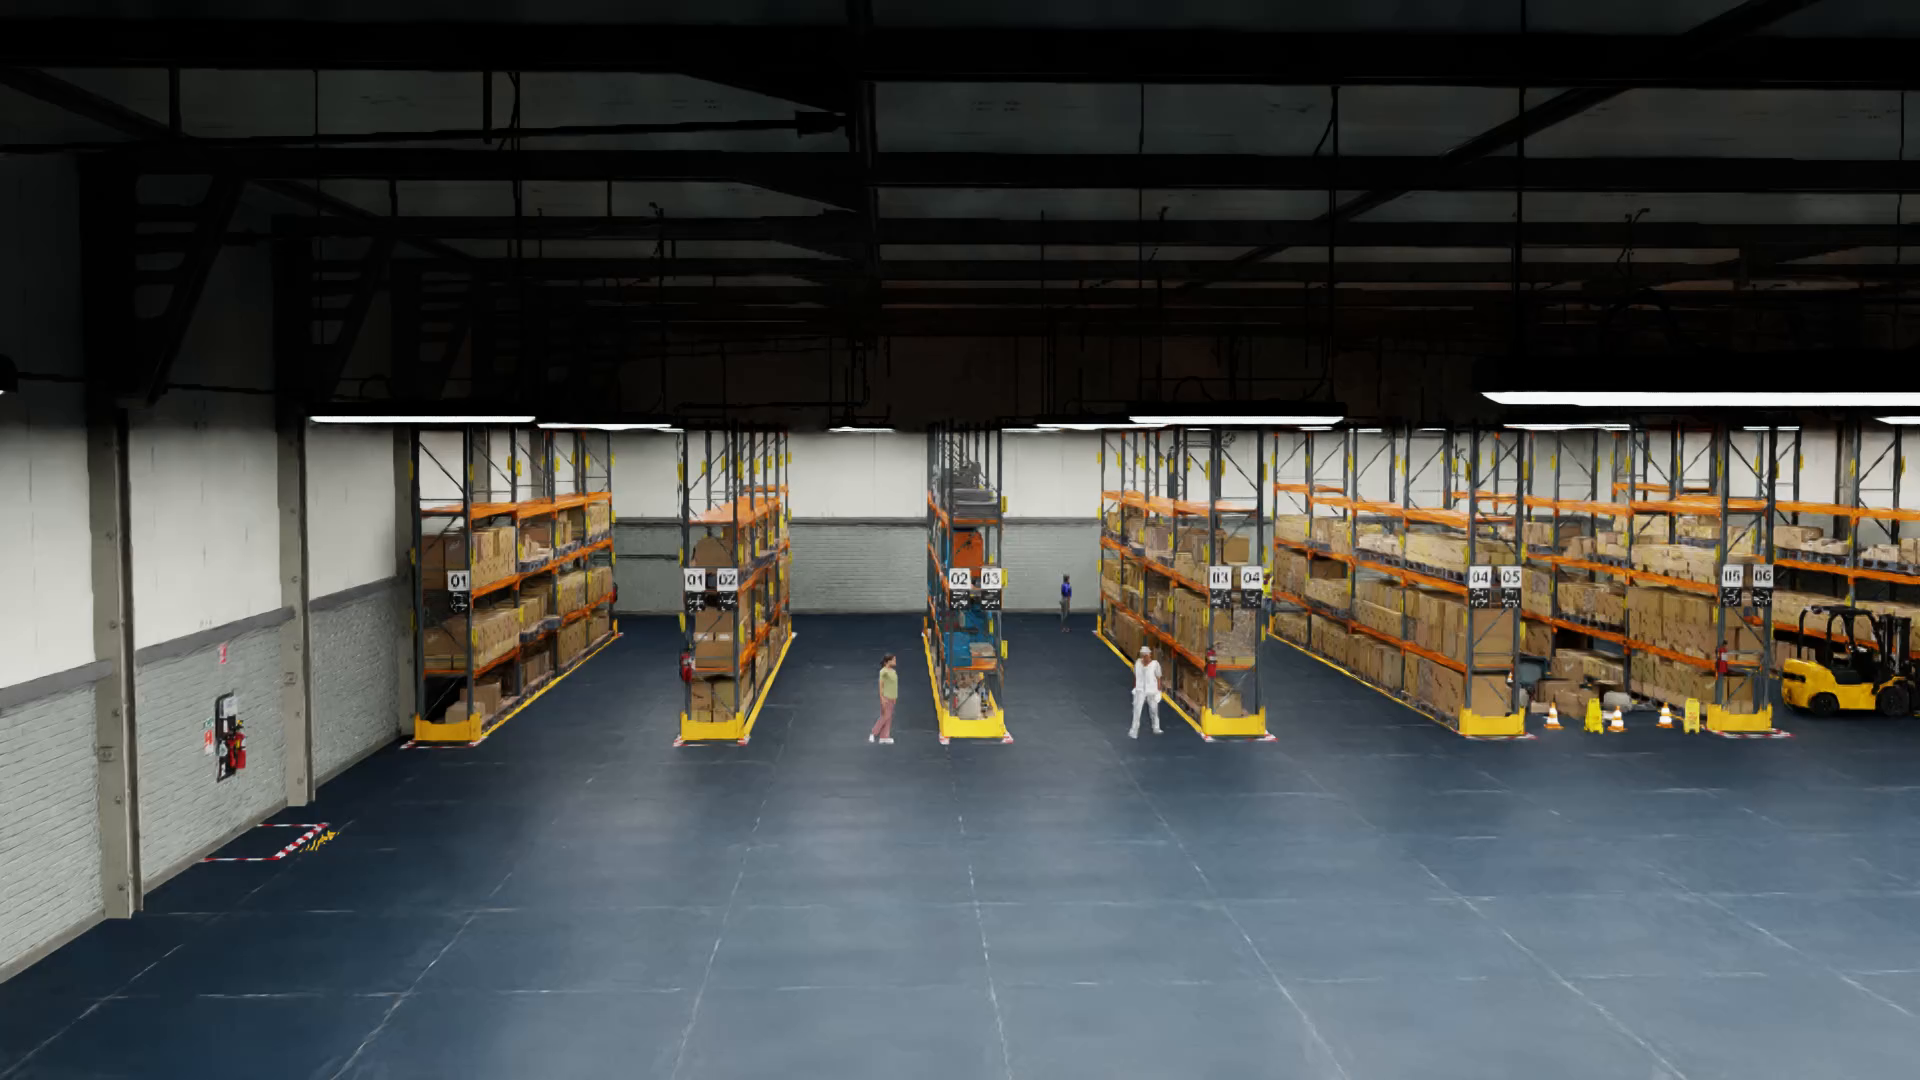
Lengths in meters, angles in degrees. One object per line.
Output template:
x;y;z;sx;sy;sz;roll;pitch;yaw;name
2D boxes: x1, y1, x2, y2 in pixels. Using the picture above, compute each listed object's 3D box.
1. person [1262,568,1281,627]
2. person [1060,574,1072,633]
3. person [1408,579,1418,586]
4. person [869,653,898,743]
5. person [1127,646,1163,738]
9.133;1.716;48.981;0.523;1.783;0.645;-3;4;-36;person
3.054;1.818;48.013;0.446;1.663;0.614;-1;4;-15;person
12.914;1.844;47.530;0.615;1.666;0.577;-1;4;-17;person
-1.413;2.913;30.678;0.438;1.667;0.622;2;4;33;person
3.502;2.849;31.351;0.608;1.741;0.963;1;4;21;person
